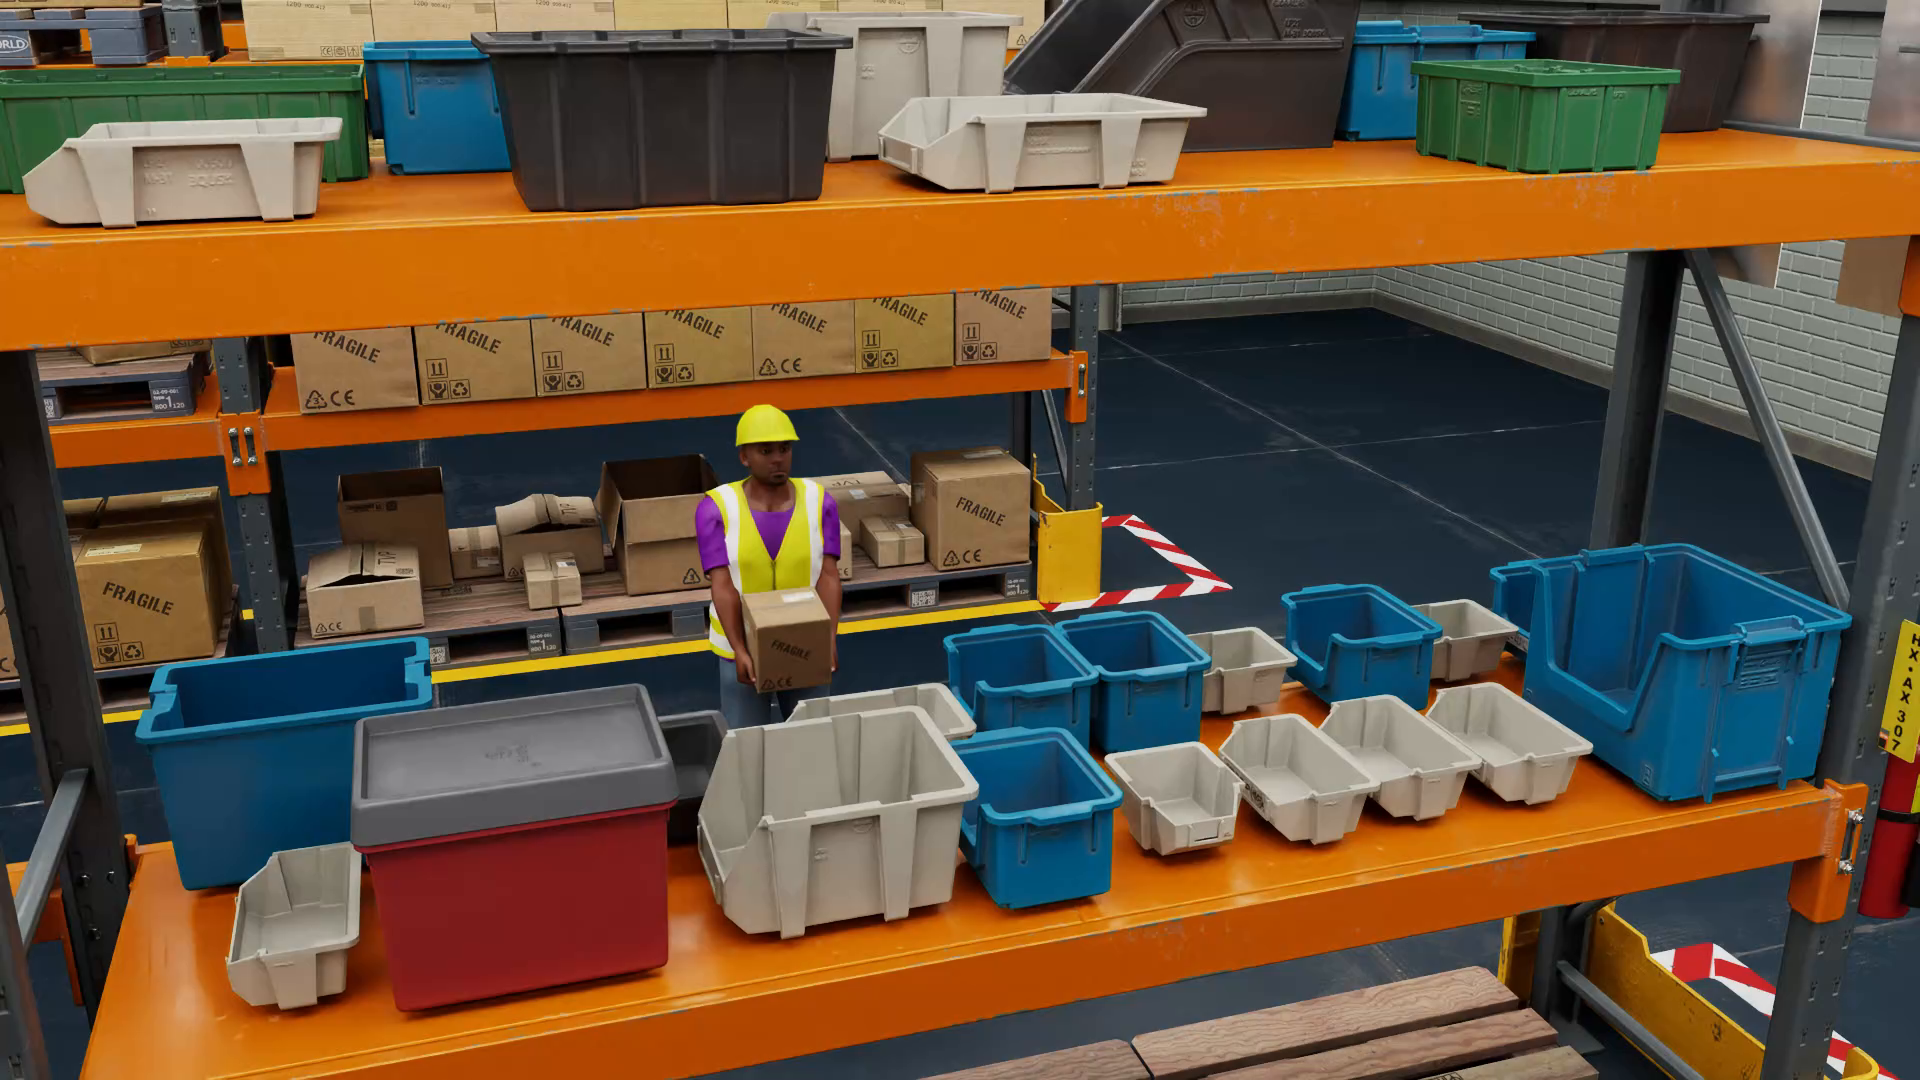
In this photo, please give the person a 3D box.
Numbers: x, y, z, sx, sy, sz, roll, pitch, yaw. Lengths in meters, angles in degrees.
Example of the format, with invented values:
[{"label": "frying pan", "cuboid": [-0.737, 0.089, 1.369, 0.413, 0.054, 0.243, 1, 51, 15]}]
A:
[{"label": "person", "cuboid": [-0.629, 0.419, 5.829, 0.502, 1.761, 0.577, -6, 20, -17]}]
